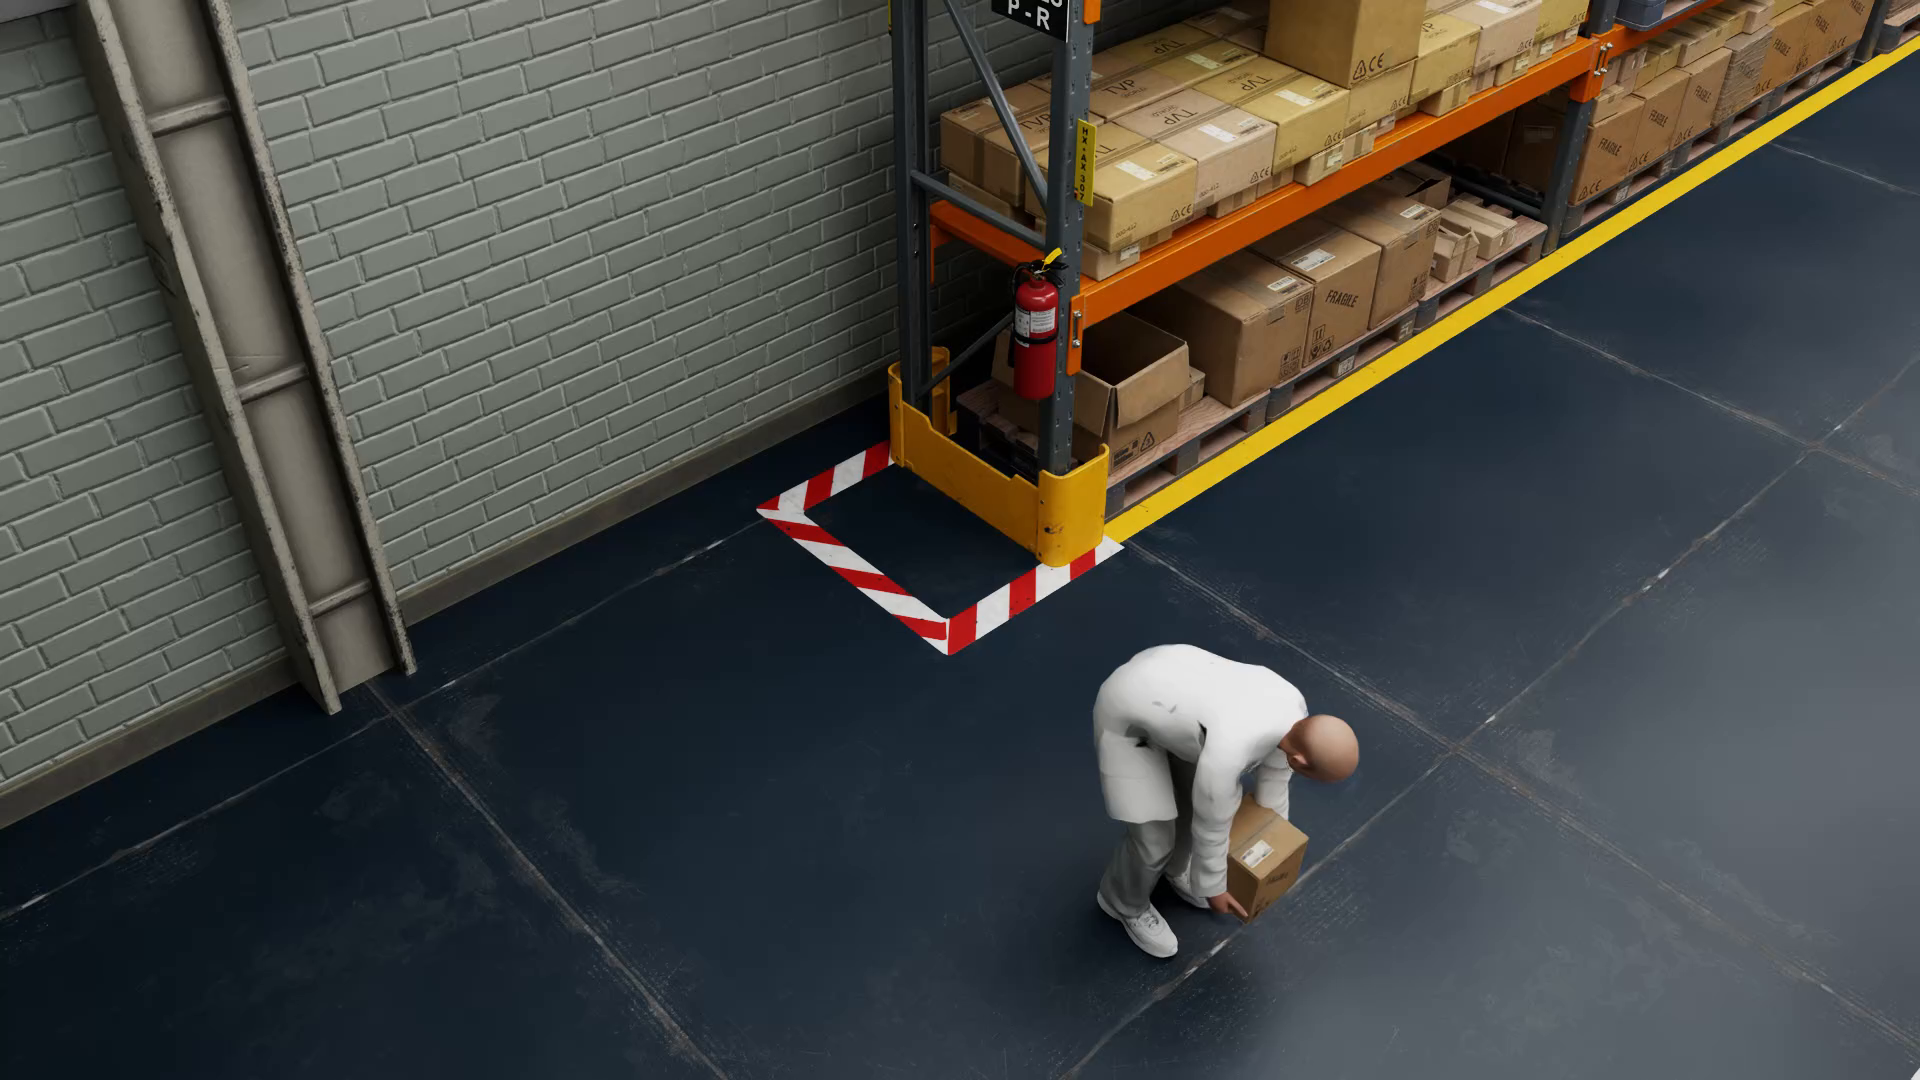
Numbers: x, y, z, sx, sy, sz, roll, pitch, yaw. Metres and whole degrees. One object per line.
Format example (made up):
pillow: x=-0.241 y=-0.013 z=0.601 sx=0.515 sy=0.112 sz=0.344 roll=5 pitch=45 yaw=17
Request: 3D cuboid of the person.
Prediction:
person: x=0.828 y=0.888 z=5.454 sx=0.553 sy=1.310 sz=0.914 roll=-32 pitch=49 yaw=-33
